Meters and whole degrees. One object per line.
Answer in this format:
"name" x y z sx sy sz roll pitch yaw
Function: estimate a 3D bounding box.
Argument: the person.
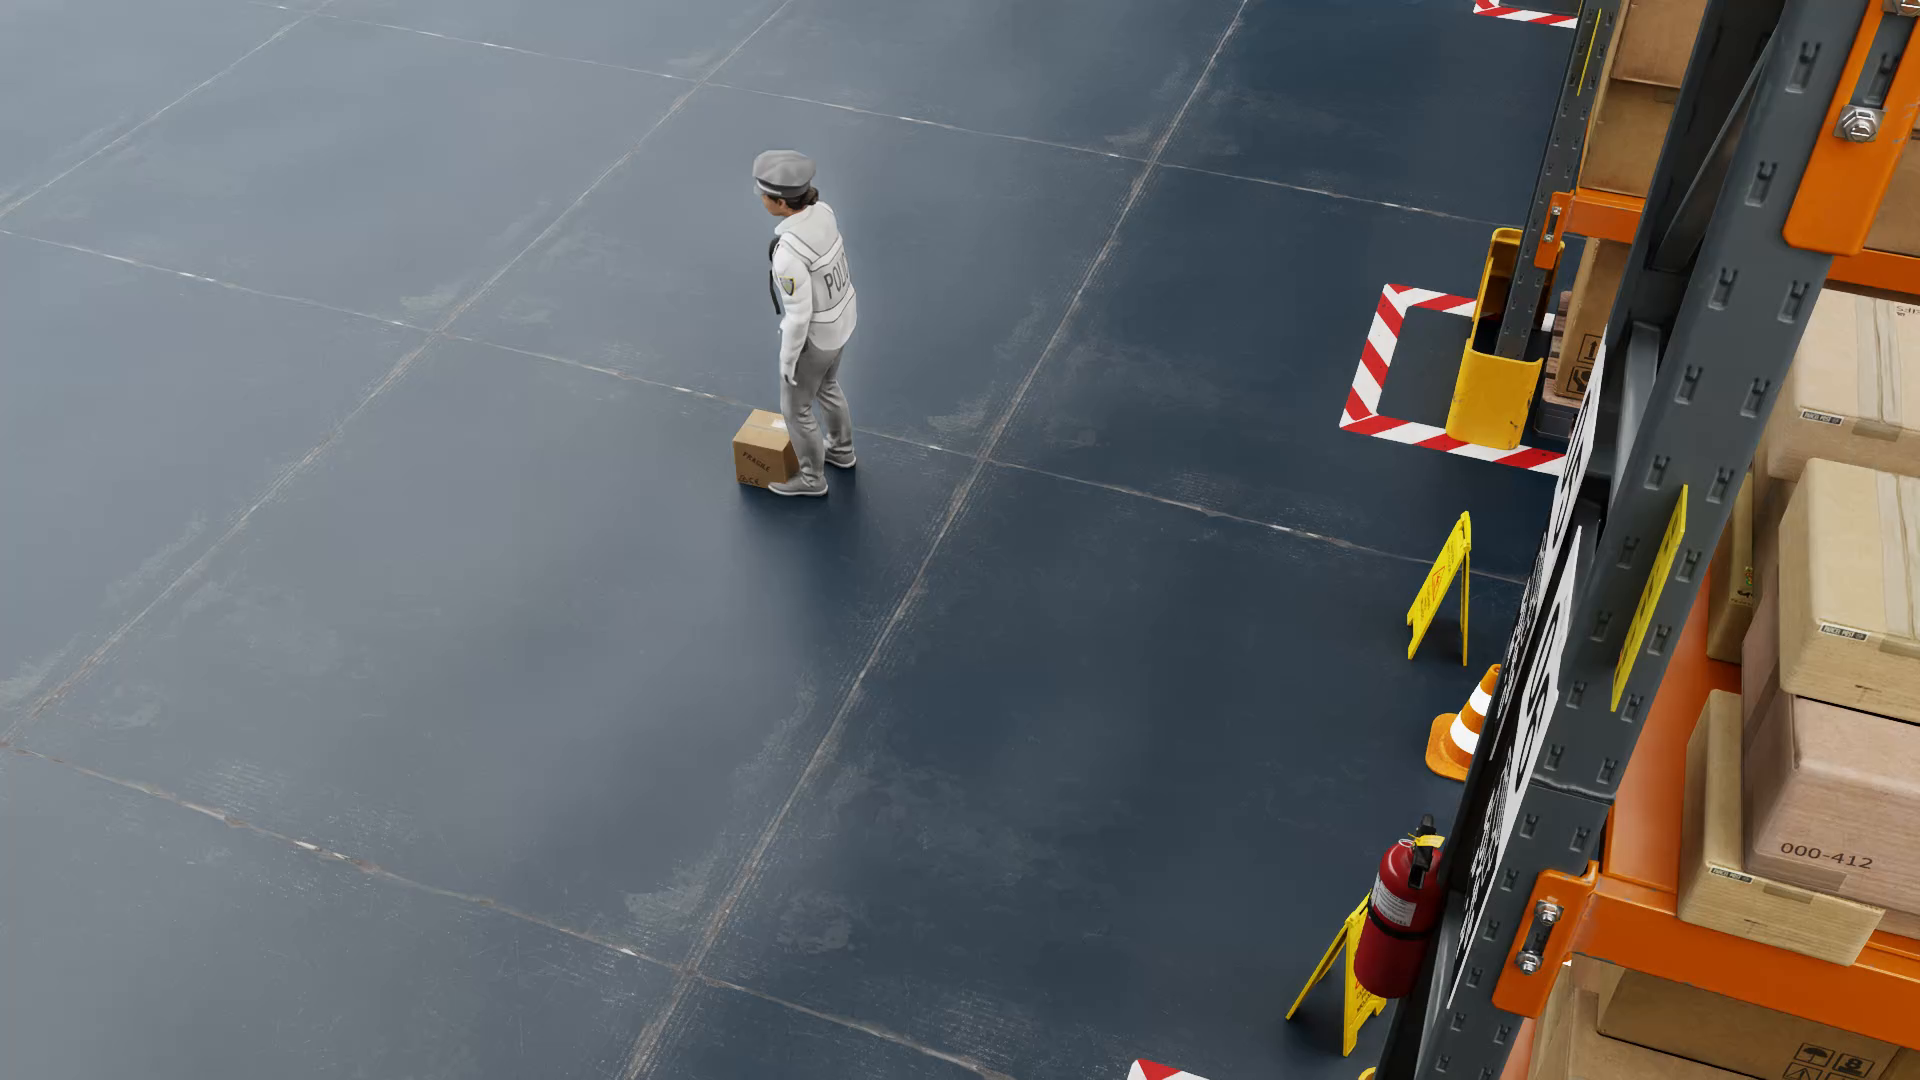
"person" -0.663 -0.892 7.156 0.414 1.662 0.525 12 43 13
